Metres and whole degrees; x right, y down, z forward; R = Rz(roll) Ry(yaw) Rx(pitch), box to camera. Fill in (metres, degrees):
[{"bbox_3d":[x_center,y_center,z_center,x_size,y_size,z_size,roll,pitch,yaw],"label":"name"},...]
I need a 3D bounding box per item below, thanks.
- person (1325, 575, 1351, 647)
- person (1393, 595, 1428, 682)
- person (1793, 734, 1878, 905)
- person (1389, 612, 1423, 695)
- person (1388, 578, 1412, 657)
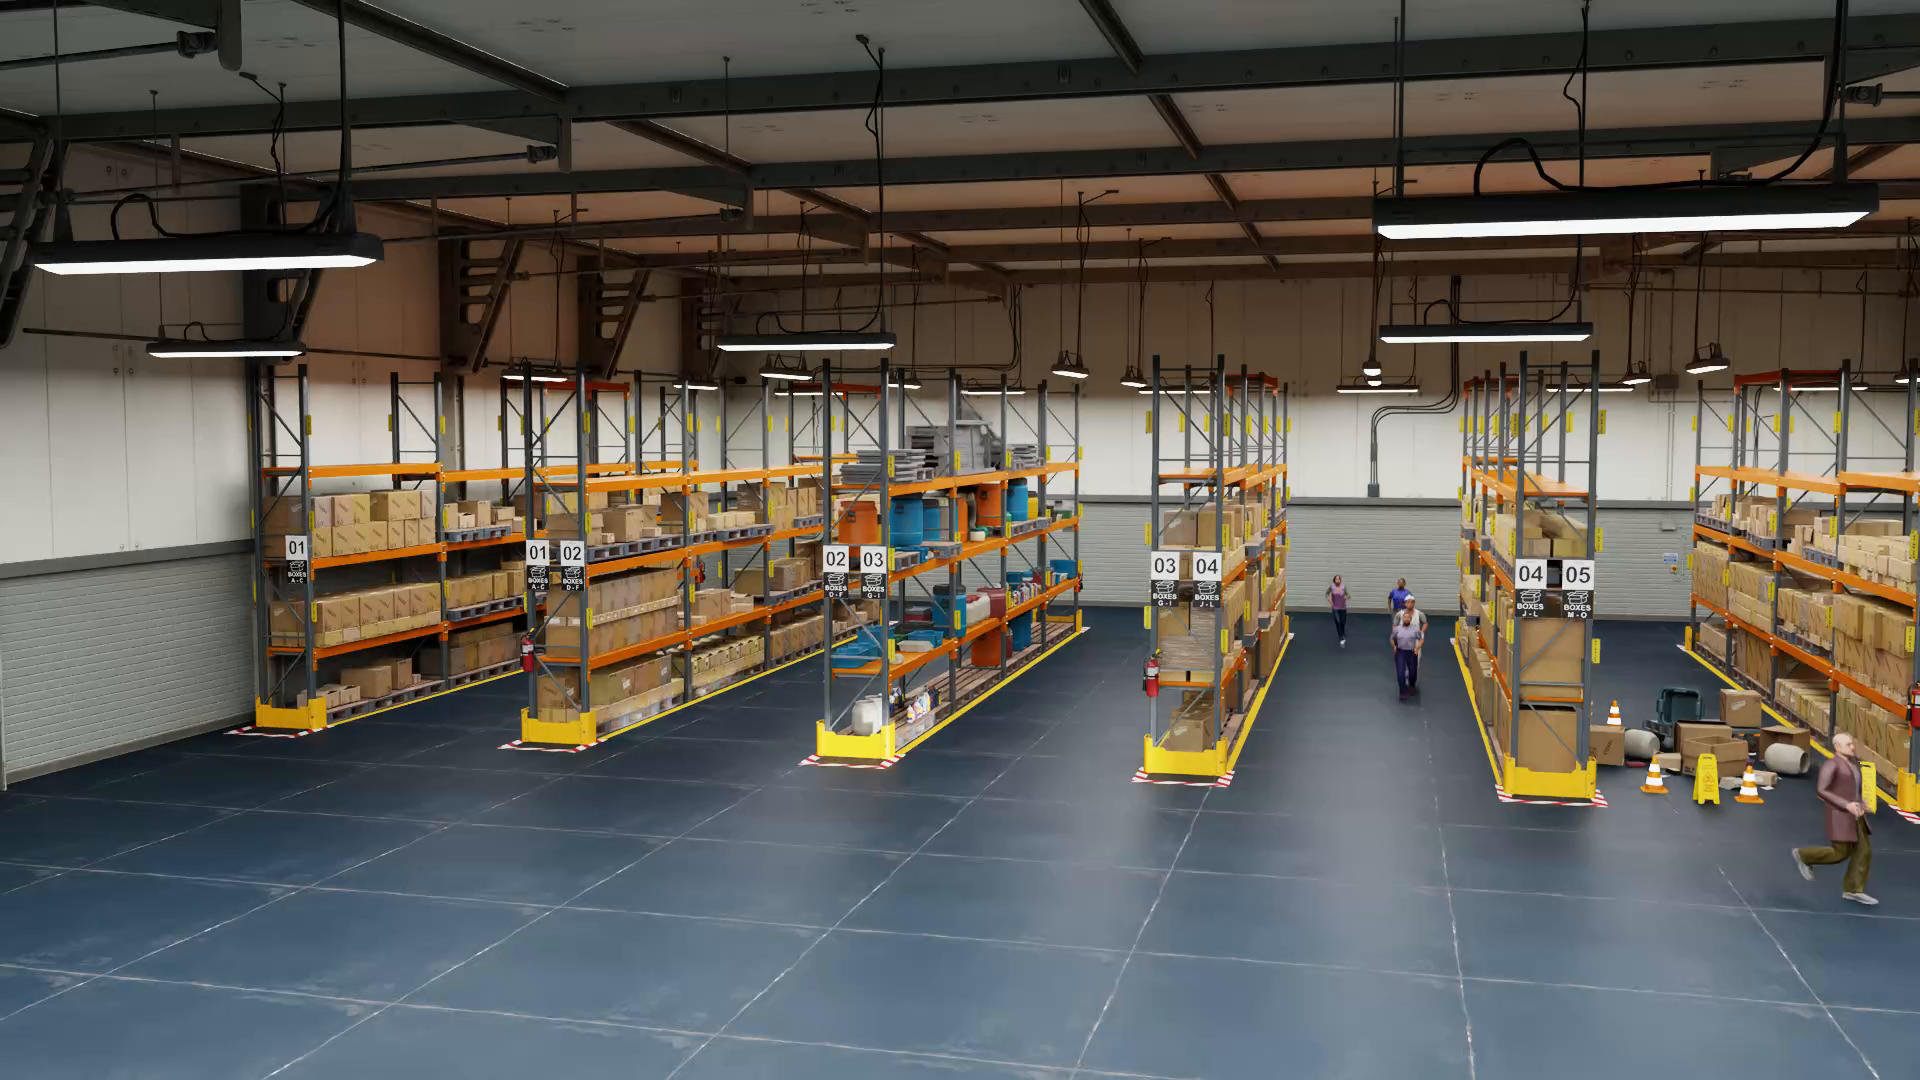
[{"bbox_3d":[8.607,1.592,37.861,0.545,1.620,0.786,0,4,3],"label":"person"},{"bbox_3d":[8.567,1.902,31.635,0.641,1.689,0.601,1,4,14],"label":"person"},{"bbox_3d":[9.314,2.916,17.604,0.721,1.749,0.886,-3,5,-33],"label":"person"},{"bbox_3d":[8.128,2.092,30.310,0.604,1.509,0.447,1,4,16],"label":"person"},{"bbox_3d":[9.601,1.678,36.275,0.552,1.717,0.768,1,4,17],"label":"person"}]
